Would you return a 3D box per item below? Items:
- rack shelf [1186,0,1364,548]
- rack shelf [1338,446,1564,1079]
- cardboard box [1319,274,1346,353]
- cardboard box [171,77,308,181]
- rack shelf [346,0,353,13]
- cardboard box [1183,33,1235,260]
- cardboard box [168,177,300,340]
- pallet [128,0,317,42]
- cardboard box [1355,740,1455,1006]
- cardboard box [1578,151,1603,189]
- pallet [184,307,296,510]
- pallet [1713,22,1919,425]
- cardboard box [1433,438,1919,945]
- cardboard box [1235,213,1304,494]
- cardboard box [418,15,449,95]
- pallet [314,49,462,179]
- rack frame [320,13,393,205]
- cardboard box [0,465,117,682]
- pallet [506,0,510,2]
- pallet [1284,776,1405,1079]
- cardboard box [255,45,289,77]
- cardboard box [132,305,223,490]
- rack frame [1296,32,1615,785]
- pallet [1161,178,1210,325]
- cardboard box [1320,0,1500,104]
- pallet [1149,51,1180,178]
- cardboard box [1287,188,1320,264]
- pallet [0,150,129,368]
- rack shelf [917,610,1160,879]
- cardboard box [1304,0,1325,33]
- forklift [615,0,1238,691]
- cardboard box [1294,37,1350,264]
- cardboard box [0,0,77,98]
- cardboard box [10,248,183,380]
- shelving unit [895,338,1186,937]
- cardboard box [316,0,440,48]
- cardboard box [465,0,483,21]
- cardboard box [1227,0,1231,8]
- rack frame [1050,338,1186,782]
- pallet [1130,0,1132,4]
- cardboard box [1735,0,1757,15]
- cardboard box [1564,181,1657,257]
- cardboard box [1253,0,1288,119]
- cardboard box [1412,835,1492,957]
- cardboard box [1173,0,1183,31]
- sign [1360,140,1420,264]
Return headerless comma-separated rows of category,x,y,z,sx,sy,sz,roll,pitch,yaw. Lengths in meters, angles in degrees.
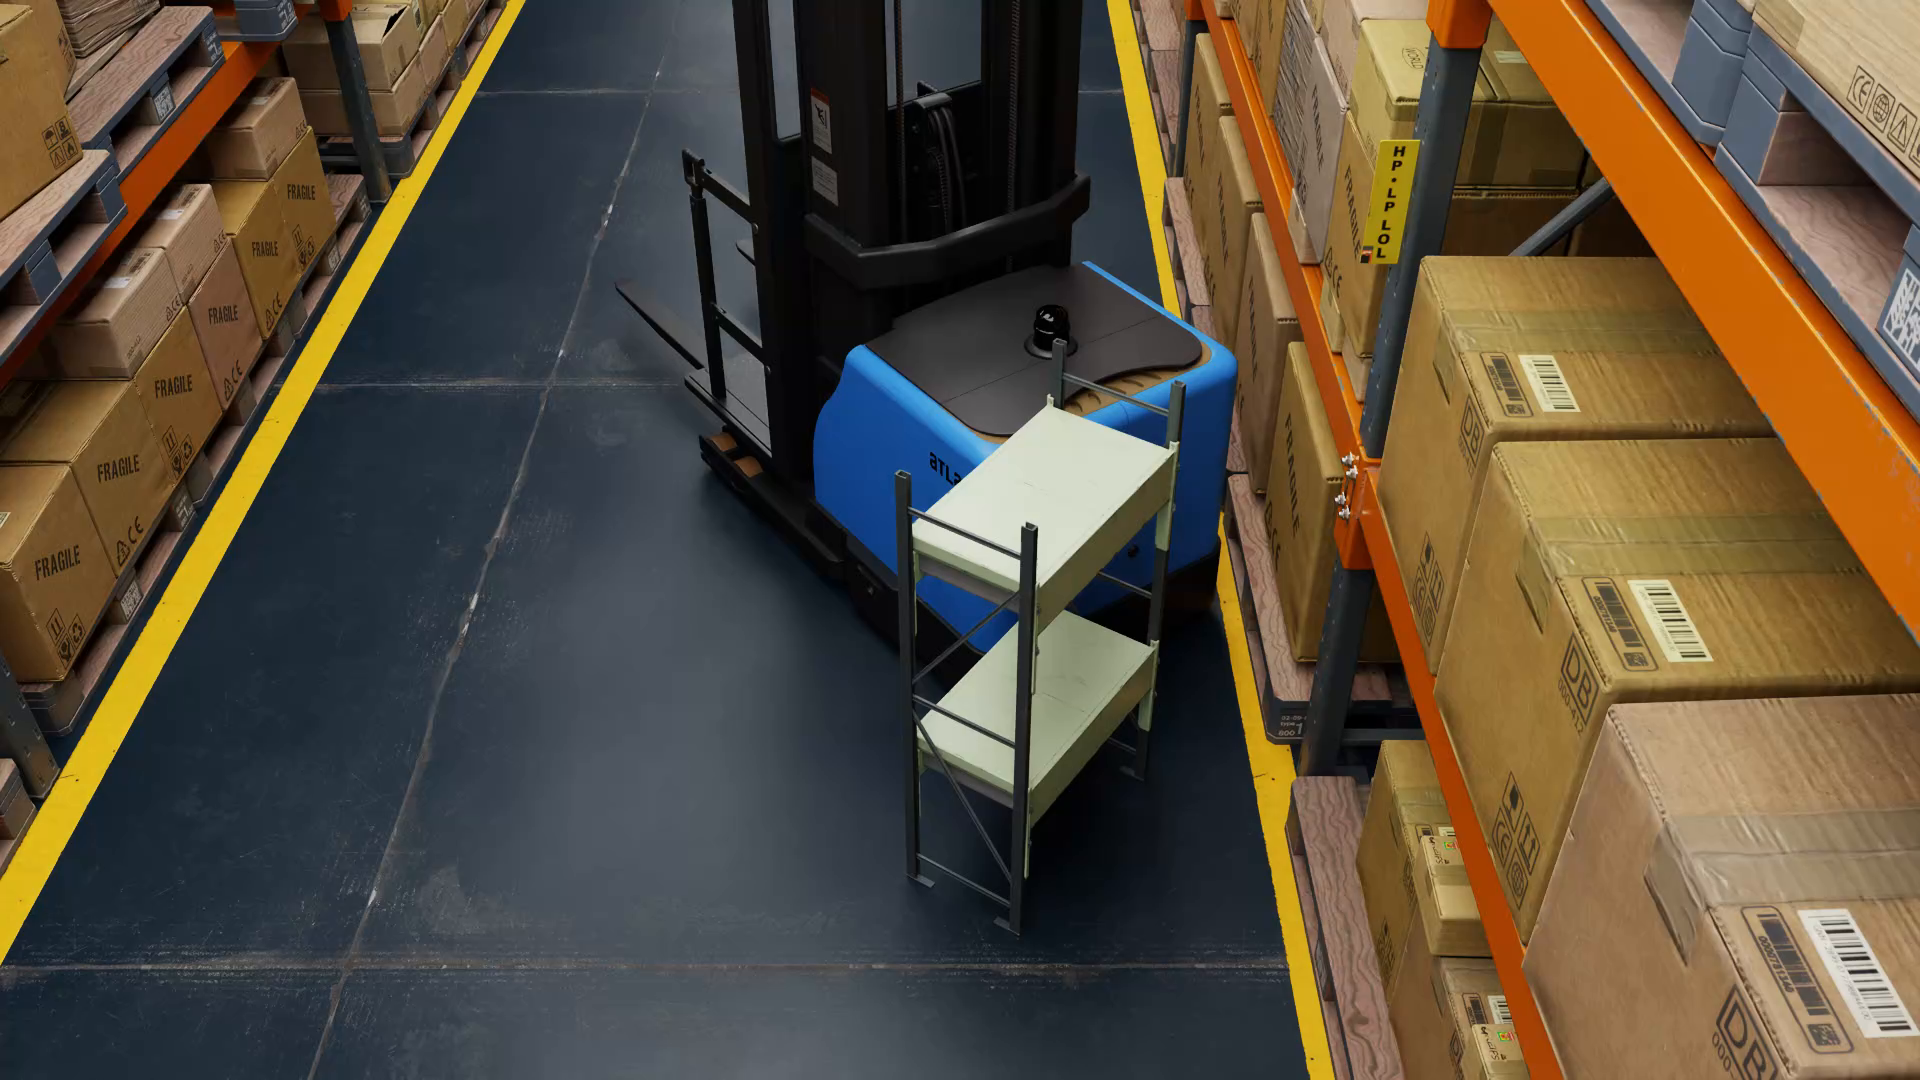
rack shelf,1.576,-1.365,6.130,1.077,0.370,4.000,0,39,0
rack shelf,1.580,1.136,3.009,1.077,0.370,4.000,0,39,0
cardboard box,1.271,-0.674,4.877,0.380,0.149,0.250,1,39,1
cardboard box,-3.140,-1.760,7.094,0.500,0.250,0.500,1,39,2
rack shelf,-3.382,-3.861,9.244,1.077,0.370,4.000,0,39,0
cardboard box,1.443,-1.761,7.433,0.750,0.750,0.750,-1,39,-1
cardboard box,-3.144,-1.178,6.969,0.500,0.500,0.500,-1,39,-2
pallet,-3.309,-2.392,6.989,1.213,0.211,1.003,0,39,0
cardboard box,1.477,0.884,4.411,0.700,0.500,0.500,0,39,1
cardboard box,1.838,-1.138,4.338,0.500,0.250,0.500,1,39,1
pallet,-3.419,-0.574,6.798,1.003,0.211,1.213,0,39,0
pallet,1.567,-0.258,1.846,1.003,0.211,1.213,0,39,0
cardboard box,1.558,0.284,3.258,0.980,0.700,0.700,-1,39,-1
cardboard box,1.443,-0.682,6.086,0.750,0.750,0.750,1,39,1
cardboard box,-3.088,-2.624,8.988,0.500,0.250,0.500,-1,39,-1
pallet,-3.342,-2.317,8.973,1.003,0.211,1.213,0,39,0
rack frame,-3.380,-2.891,7.458,1.000,3.000,0.127,0,39,0
cardboard box,-3.132,0.112,5.359,0.500,0.500,0.500,-2,39,-2
pallet,-3.345,-3.843,10.877,1.003,0.211,1.213,0,39,0
pallet,1.501,1.169,4.623,1.003,0.211,1.213,0,39,0
cardboard box,-3.627,-2.528,8.420,0.500,0.311,0.500,1,39,1
cardboard box,-3.137,-0.534,6.165,0.500,0.500,0.500,0,39,0
rack frame,1.578,-0.395,4.344,1.000,3.000,0.127,0,39,0
pallet,1.499,-1.315,7.722,1.003,0.211,1.213,0,39,0
cardboard box,1.331,-1.462,4.743,0.500,0.250,0.500,1,39,1
pallet,1.574,-2.297,8.947,1.003,0.211,1.213,0,39,0
cardboard box,1.256,-1.001,5.285,0.380,0.149,0.250,0,39,0
pallet,-3.267,-0.814,5.021,1.003,0.211,1.213,0,39,0
rack shelf,0.218,0.554,4.881,0.431,0.370,0.720,23,44,26
cardboard box,1.330,-1.781,5.141,0.500,0.250,0.500,1,39,1
forklift,-0.365,-1.461,5.729,1.130,2.935,3.031,-24,45,-27
cardboard box,1.315,-1.165,4.972,0.500,0.500,0.500,0,39,0
cardboard box,-3.439,-1.697,5.553,0.700,0.500,0.500,-9,40,-11
cardboard box,-3.134,-0.806,5.905,0.500,0.250,0.500,0,39,0
shelving unit,0.218,0.299,4.677,0.431,1.500,0.755,23,44,26
cardboard box,-3.096,-2.856,8.830,0.500,0.311,0.500,-1,39,-1
cardboard box,-3.095,-3.269,9.794,0.500,0.250,0.500,1,39,1
cardboard box,1.310,-2.428,6.547,0.500,0.500,0.500,1,39,1
rack frame,0.423,0.110,4.914,0.400,1.500,0.023,23,44,26
pallet,1.571,-3.823,10.852,1.003,0.211,1.213,0,39,0
cardboard box,1.302,-0.959,2.354,0.500,0.250,0.500,-1,39,-1
cardboard box,1.830,-0.846,4.573,0.500,0.500,0.500,-1,39,-2
cardboard box,1.317,-1.792,5.754,0.500,0.500,0.500,1,39,1
cardboard box,1.294,0.845,3.941,0.380,0.149,0.250,1,39,1
cardboard box,1.607,-3.176,9.461,0.700,0.500,0.500,0,39,0
sign,1.036,-0.809,3.999,0.100,0.325,0.005,0,39,0
